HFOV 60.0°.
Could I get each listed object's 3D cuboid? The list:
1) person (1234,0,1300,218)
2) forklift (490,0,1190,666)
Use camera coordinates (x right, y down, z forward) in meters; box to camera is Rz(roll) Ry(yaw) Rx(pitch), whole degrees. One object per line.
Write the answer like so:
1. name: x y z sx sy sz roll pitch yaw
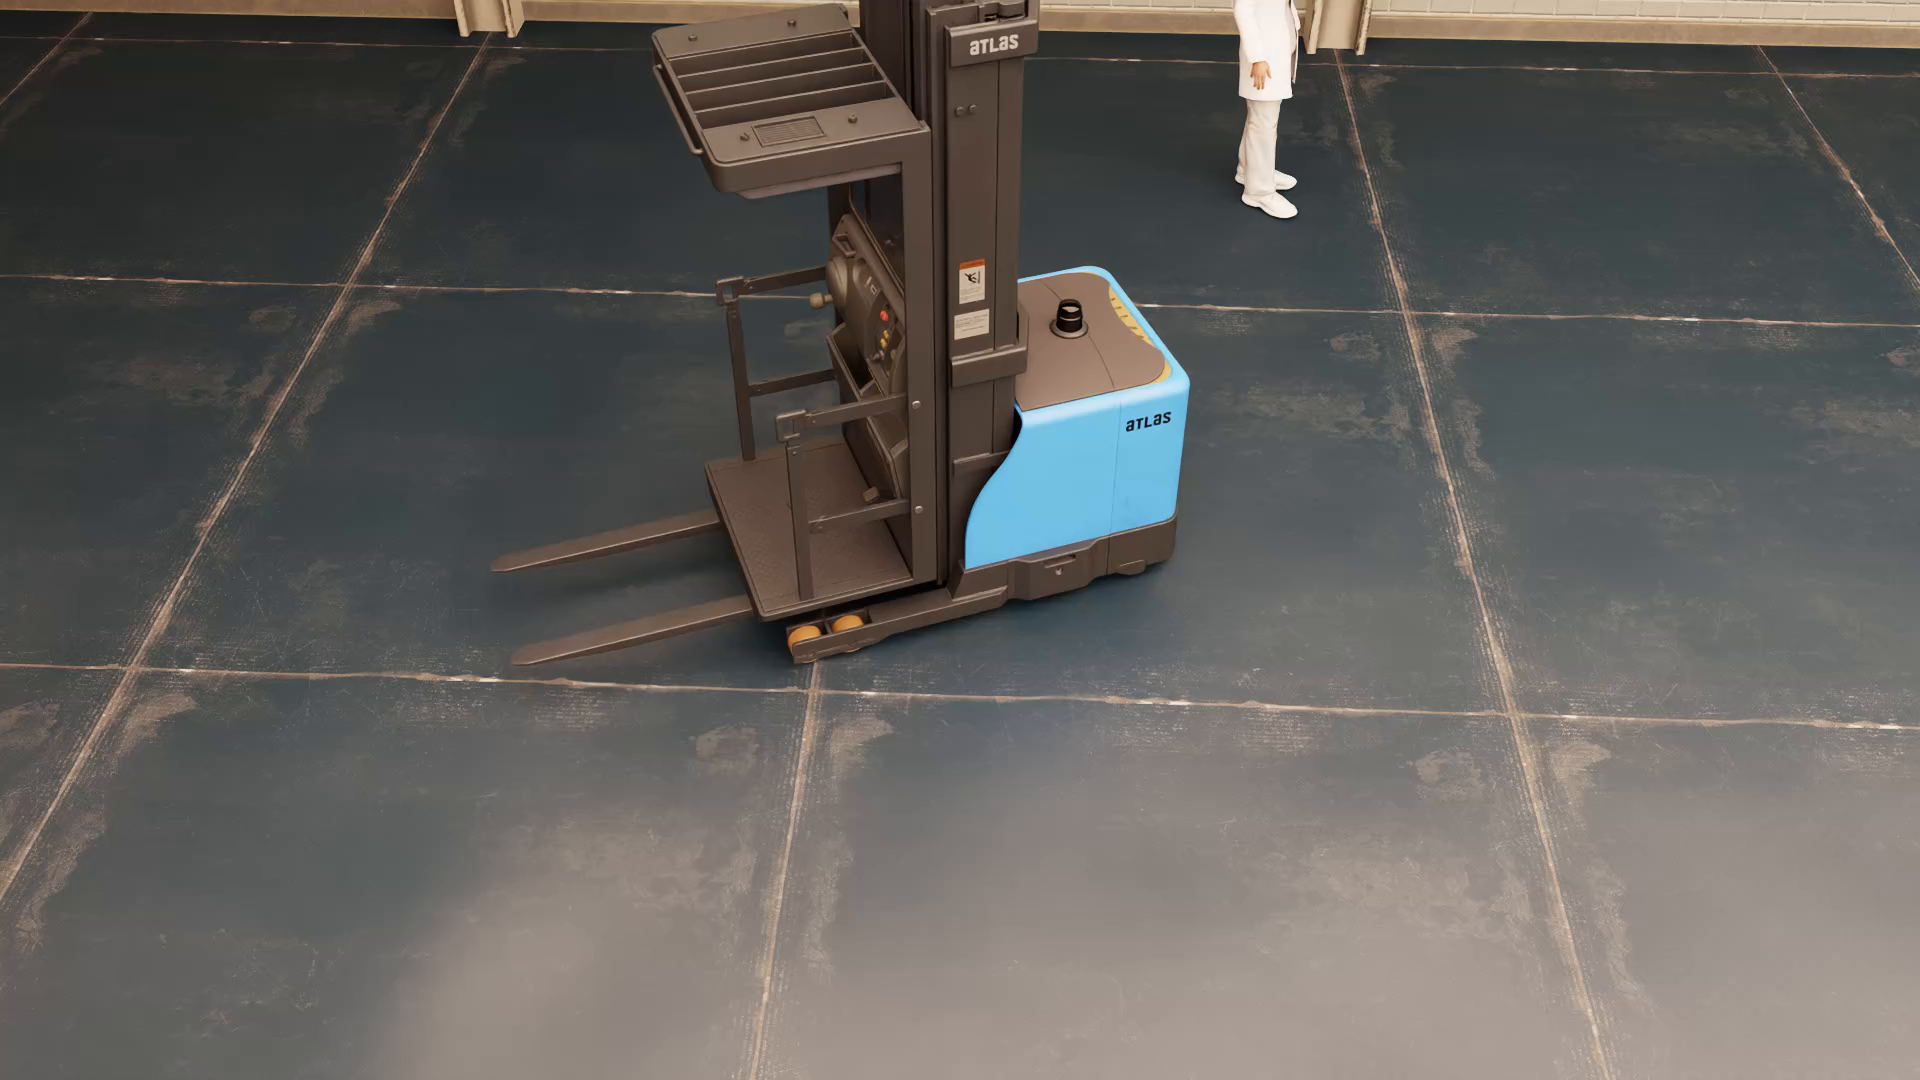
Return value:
1. person: 1.890 -2.844 9.703 0.583 1.775 0.695 19 46 20
2. forklift: -0.573 -0.945 6.778 3.031 2.935 1.130 -13 44 -14
